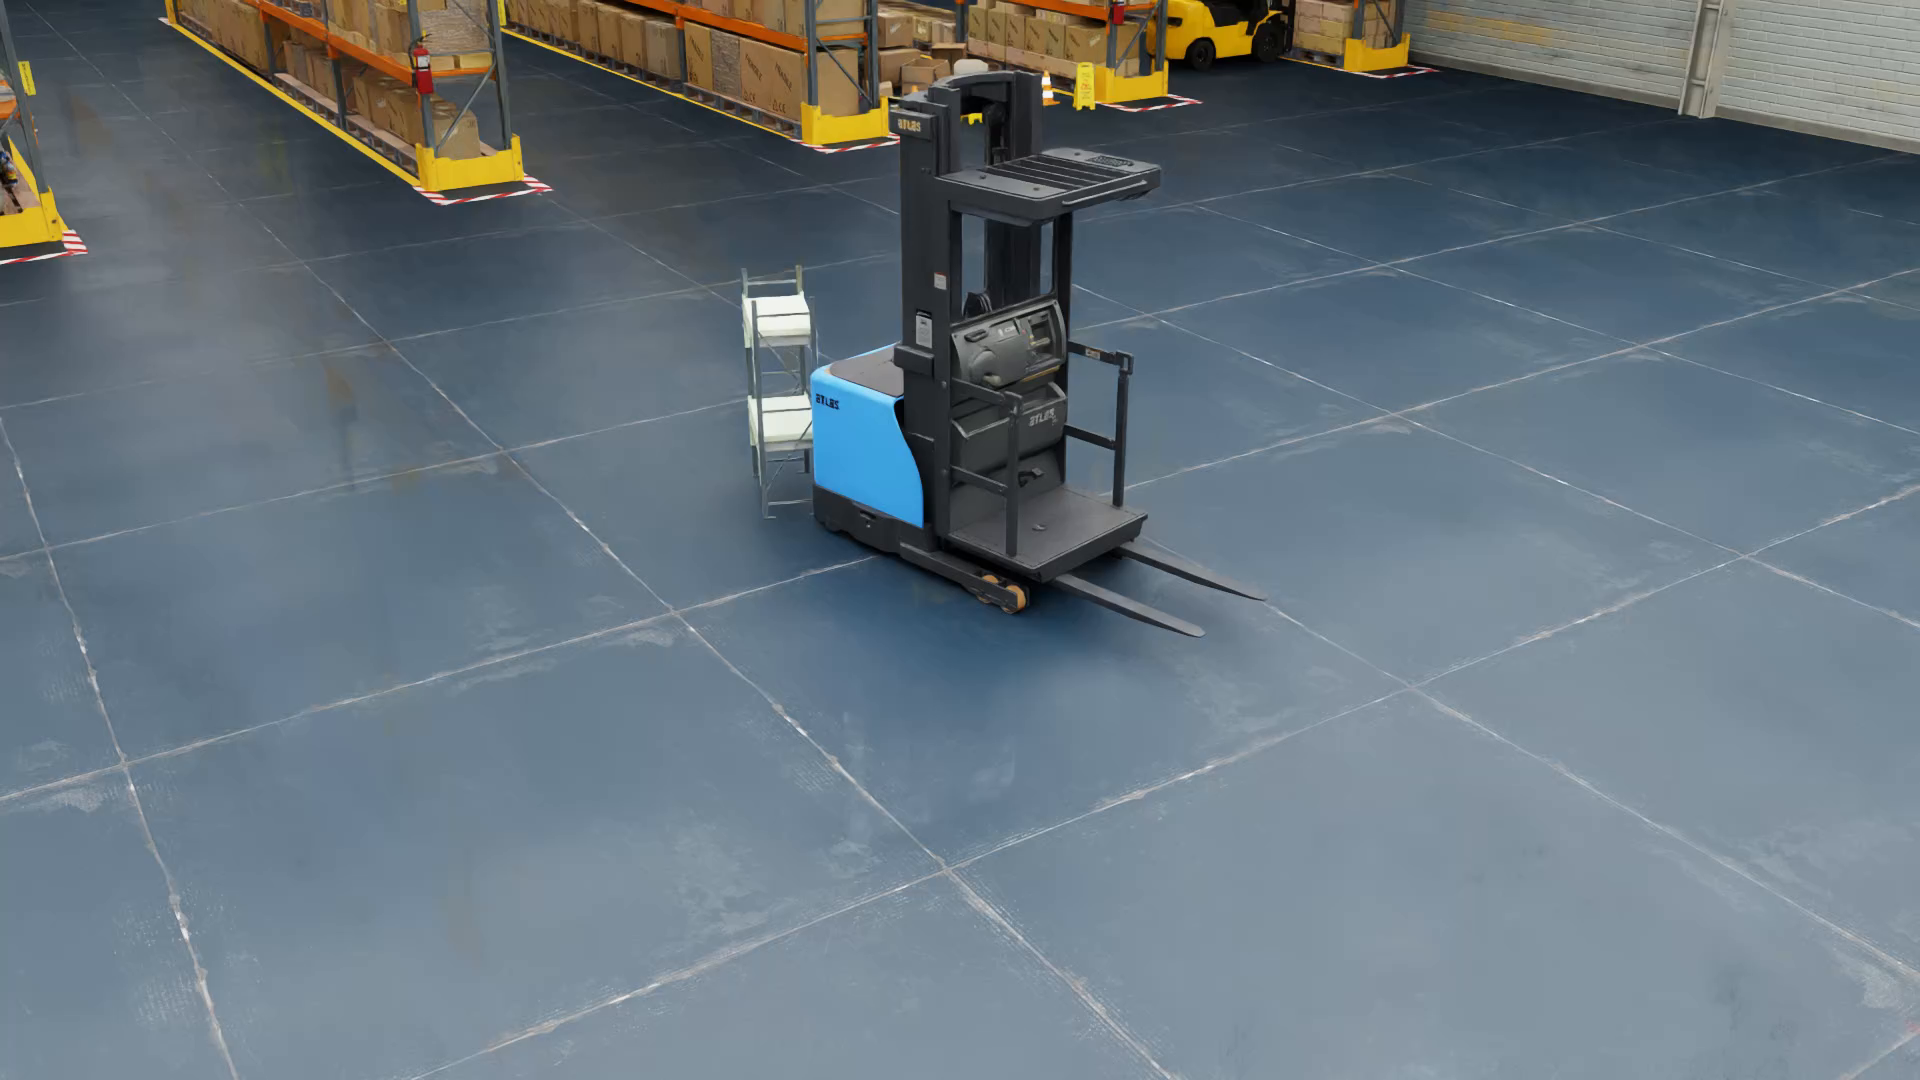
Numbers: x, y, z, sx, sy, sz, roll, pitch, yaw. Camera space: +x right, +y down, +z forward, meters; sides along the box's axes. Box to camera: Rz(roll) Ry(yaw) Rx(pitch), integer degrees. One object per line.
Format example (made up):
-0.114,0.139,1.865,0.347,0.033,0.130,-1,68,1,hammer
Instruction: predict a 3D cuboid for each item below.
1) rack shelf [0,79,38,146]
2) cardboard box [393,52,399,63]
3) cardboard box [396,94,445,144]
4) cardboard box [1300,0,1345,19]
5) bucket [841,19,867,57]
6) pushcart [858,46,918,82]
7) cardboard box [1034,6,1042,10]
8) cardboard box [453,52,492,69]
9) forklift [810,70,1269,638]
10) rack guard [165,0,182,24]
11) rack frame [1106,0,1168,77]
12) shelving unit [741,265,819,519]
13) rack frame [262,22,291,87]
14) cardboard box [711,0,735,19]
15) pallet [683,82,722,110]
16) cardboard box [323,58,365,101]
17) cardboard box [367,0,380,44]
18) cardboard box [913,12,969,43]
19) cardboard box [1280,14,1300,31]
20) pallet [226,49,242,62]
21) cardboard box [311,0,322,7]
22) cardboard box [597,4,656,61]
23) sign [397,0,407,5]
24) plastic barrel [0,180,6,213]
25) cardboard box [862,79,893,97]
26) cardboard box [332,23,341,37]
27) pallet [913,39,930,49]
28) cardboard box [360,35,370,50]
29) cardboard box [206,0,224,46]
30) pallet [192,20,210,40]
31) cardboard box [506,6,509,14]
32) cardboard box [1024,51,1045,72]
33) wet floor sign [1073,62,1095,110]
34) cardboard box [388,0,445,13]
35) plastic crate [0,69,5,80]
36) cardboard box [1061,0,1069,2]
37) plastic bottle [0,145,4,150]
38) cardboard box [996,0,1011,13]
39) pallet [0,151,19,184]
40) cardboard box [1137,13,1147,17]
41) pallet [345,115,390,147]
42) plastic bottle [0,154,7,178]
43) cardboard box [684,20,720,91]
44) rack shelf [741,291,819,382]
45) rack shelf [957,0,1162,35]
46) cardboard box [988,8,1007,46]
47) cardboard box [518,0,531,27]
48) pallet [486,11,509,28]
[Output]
-10.975,-4.799,18.244,1.077,0.370,4.000,-16,29,-30,rack shelf
-6.501,-5.763,19.738,0.380,0.149,0.250,-16,29,-30,cardboard box
-6.741,-5.284,20.865,0.500,0.500,0.500,-13,28,-25,cardboard box
5.930,-8.702,27.228,0.500,0.250,0.500,-15,29,-29,cardboard box
-1.700,-7.809,25.832,0.726,0.611,0.620,-6,16,-12,bucket
-1.497,-7.568,26.339,0.936,0.377,1.648,18,31,33,pushcart
1.213,-8.258,26.580,0.500,0.500,0.500,-15,29,-29,cardboard box
-5.689,-5.607,19.407,0.380,0.149,0.250,-16,29,-30,cardboard box
0.450,-1.142,9.735,3.031,2.935,1.130,22,33,39,forklift
-14.481,-10.164,31.695,1.175,0.500,0.348,-16,29,-30,rack guard
2.570,-7.872,23.912,1.000,3.000,0.127,-16,29,-30,rack frame
-1.186,-0.989,11.088,0.431,1.500,0.755,-5,26,-10,shelving unit
-10.100,-8.424,25.081,1.000,3.000,0.127,-16,29,-30,rack frame
-2.979,-7.640,23.244,0.875,0.550,0.550,-16,29,-30,cardboard box
-3.356,-6.562,24.403,1.003,0.211,1.213,-16,29,-30,pallet
-8.479,-6.462,23.337,0.700,0.500,0.500,-16,29,-30,cardboard box
-6.621,-6.285,20.085,0.875,0.500,0.500,-16,29,-30,cardboard box
-0.298,-8.748,28.353,0.950,0.372,0.625,-14,28,-26,cardboard box
5.635,-8.666,27.737,0.500,0.250,0.500,-16,30,-31,cardboard box
-11.800,-8.336,28.160,1.003,0.211,1.213,-16,29,-30,pallet
-8.233,-7.772,22.504,1.000,1.000,1.000,-15,29,-29,cardboard box
-5.152,-8.166,26.677,1.050,0.750,0.750,-15,29,-29,cardboard box
-6.209,-6.107,18.447,0.100,0.325,0.005,-16,29,-30,sign
-10.306,-3.691,17.477,0.421,0.512,0.421,0,25,0,plastic barrel
-1.225,-6.691,24.613,0.396,0.266,0.258,-10,27,-21,cardboard box
-7.926,-6.640,21.597,0.380,0.149,0.250,-16,29,-30,cardboard box
-0.710,-8.757,29.053,1.003,0.211,1.213,-16,29,-30,pallet
-7.222,-6.200,20.663,0.380,0.149,0.250,-16,29,-30,cardboard box
-11.918,-8.860,28.001,1.225,0.875,0.875,-15,29,-29,cardboard box
-13.304,-9.321,30.247,1.003,0.211,1.213,-16,29,-30,pallet
-8.573,-9.936,31.132,0.380,0.149,0.250,-15,29,-29,cardboard box
1.337,-7.418,25.679,0.500,0.250,0.500,-17,30,-31,cardboard box
1.777,-6.490,23.743,0.267,0.644,0.232,-6,26,-12,wet floor sign
-6.241,-6.334,19.016,0.500,0.500,0.500,-16,29,-30,cardboard box
-10.968,-5.198,18.557,0.530,0.136,0.437,-16,29,-30,plastic crate
1.667,-8.089,24.666,0.380,0.149,0.250,-15,29,-29,cardboard box
-11.193,-4.493,19.341,0.144,0.351,0.185,-16,29,-30,plastic bottle
0.782,-8.366,26.049,0.380,0.149,0.250,-14,29,-28,cardboard box
-11.735,-4.328,19.672,1.003,0.211,1.213,-16,29,-30,pallet
3.832,-10.040,30.795,0.875,0.625,0.625,-16,30,-30,cardboard box
-7.521,-5.501,22.155,1.003,0.211,1.213,-16,29,-30,pallet
-10.853,-4.253,18.927,0.097,0.271,0.097,0,25,0,plastic bottle
-3.421,-7.101,24.276,0.875,0.875,0.875,-15,29,-29,cardboard box
-1.186,-1.342,10.922,0.431,0.370,0.720,-5,26,-10,rack shelf
1.478,-8.262,25.581,1.077,0.370,4.000,-16,29,-30,rack shelf
0.784,-8.126,26.300,0.500,0.500,0.500,-14,29,-28,cardboard box
-7.602,-9.519,29.837,0.500,0.500,0.500,-14,29,-27,cardboard box
-8.469,-9.946,31.571,1.003,0.211,1.213,-16,29,-30,pallet
